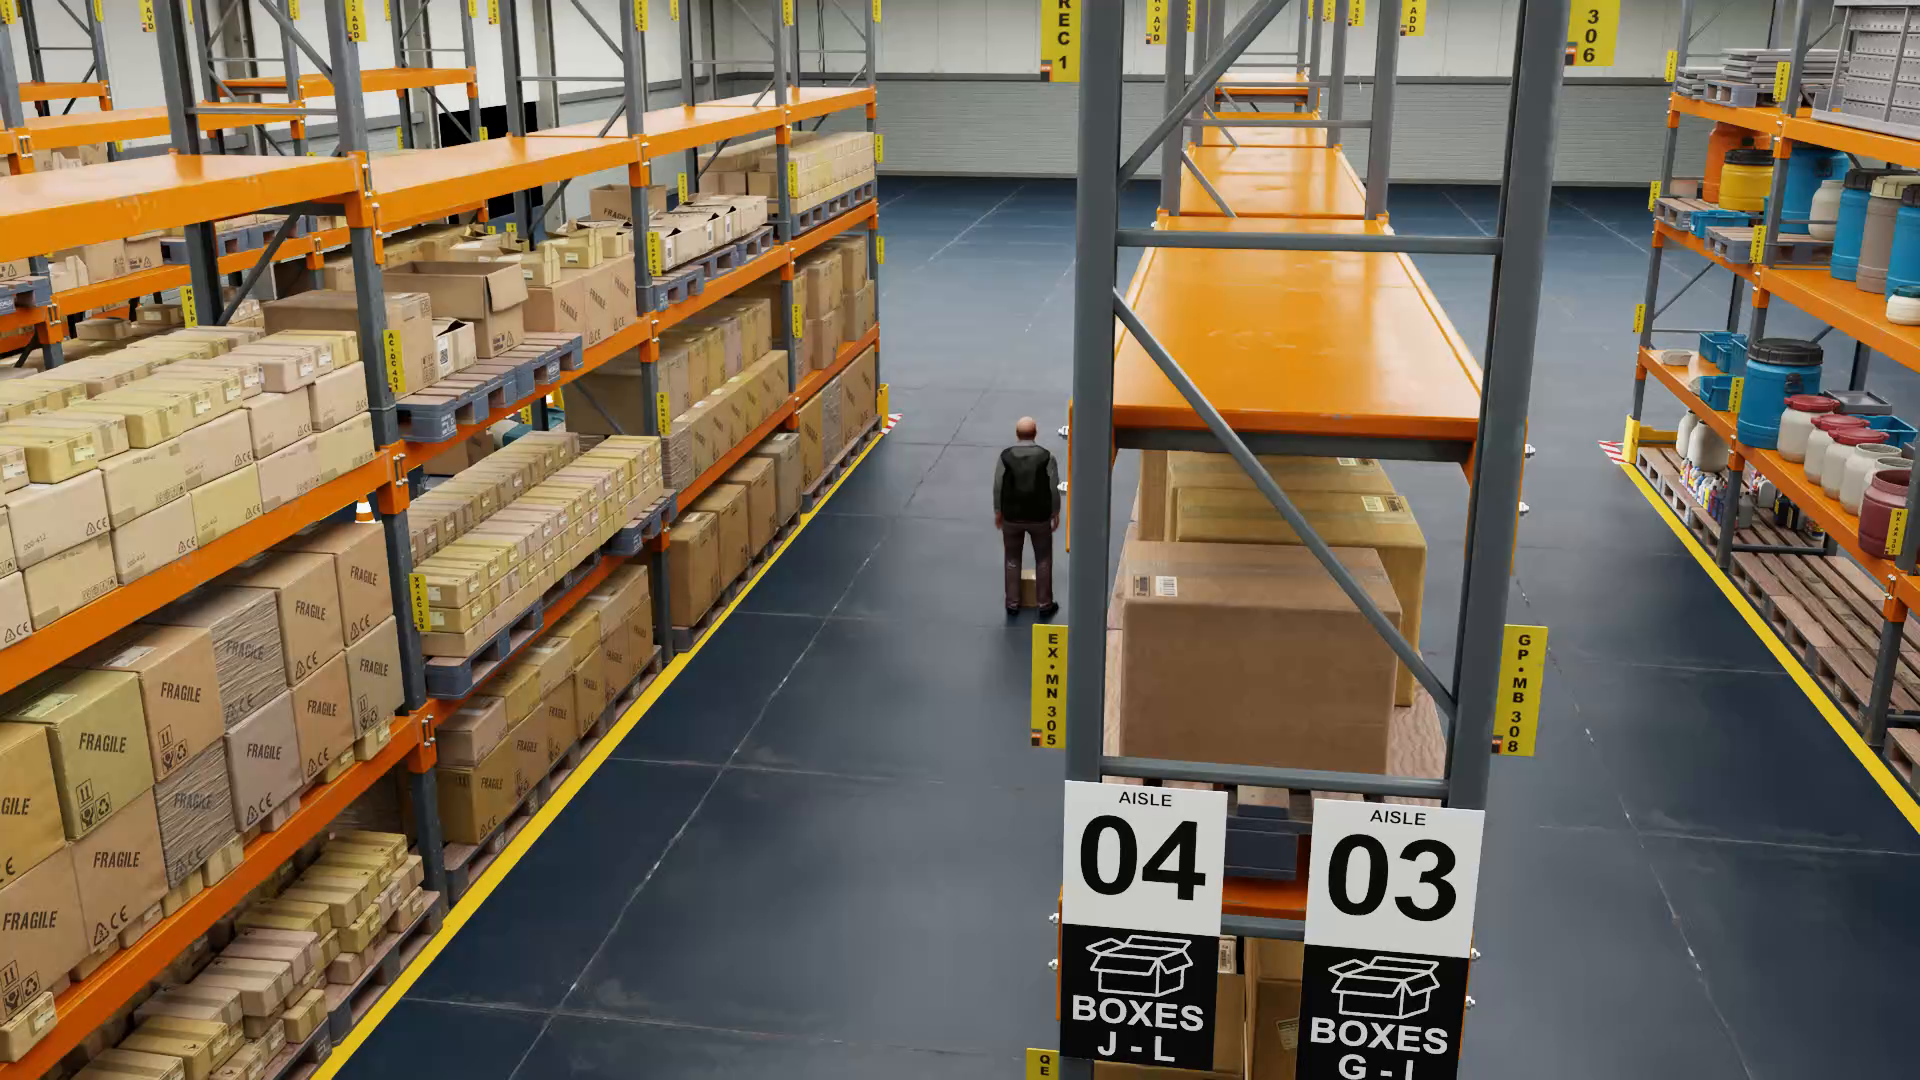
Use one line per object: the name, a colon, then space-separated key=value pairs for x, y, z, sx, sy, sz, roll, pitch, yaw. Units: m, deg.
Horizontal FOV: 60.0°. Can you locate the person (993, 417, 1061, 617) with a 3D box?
person: x=0.567 y=-0.189 z=14.171 sx=0.577 sy=1.719 sz=0.420 roll=2 pitch=18 yaw=7
